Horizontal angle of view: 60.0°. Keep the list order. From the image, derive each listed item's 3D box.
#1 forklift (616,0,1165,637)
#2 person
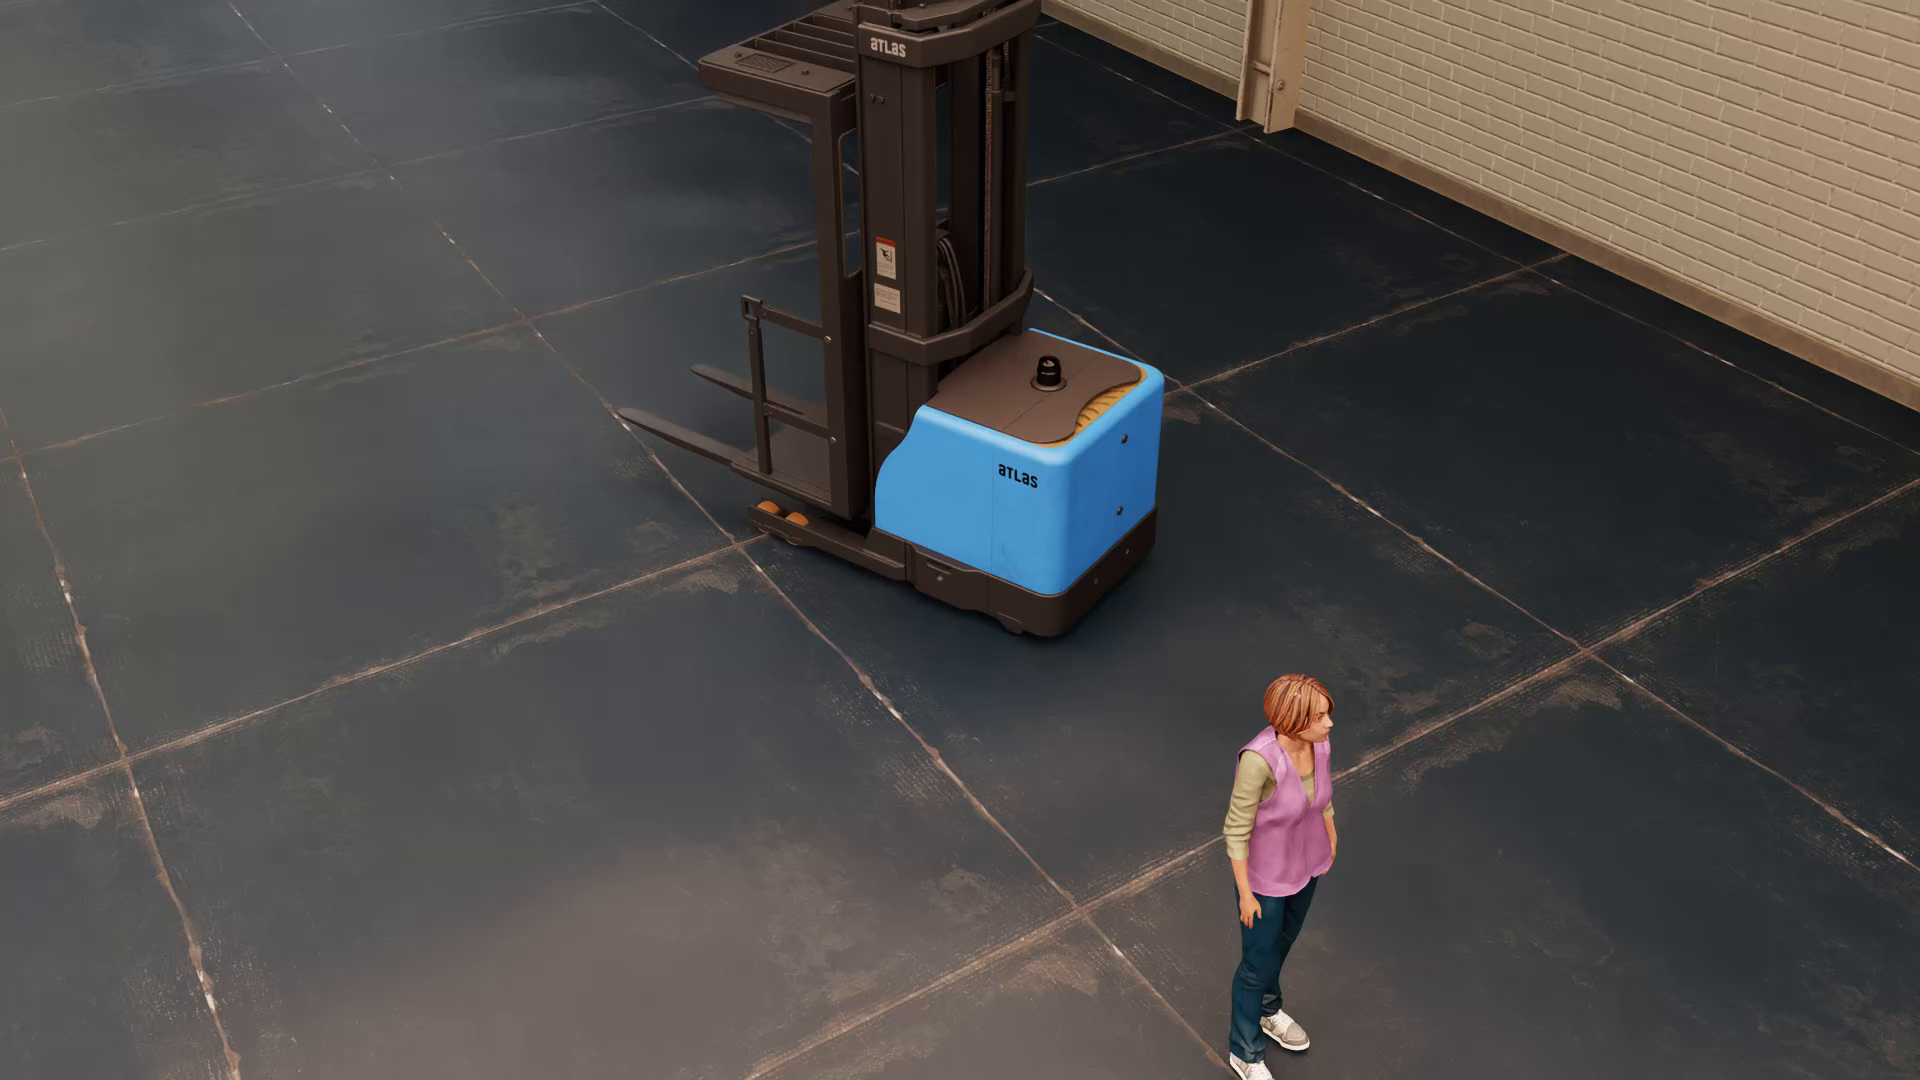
[{"bbox_3d":[-0.500,-1.399,8.138,3.031,2.935,1.130,22,41,28],"label":"forklift"},{"bbox_3d":[1.136,1.162,5.642,0.521,1.598,0.473,-27,43,-33],"label":"person"}]
